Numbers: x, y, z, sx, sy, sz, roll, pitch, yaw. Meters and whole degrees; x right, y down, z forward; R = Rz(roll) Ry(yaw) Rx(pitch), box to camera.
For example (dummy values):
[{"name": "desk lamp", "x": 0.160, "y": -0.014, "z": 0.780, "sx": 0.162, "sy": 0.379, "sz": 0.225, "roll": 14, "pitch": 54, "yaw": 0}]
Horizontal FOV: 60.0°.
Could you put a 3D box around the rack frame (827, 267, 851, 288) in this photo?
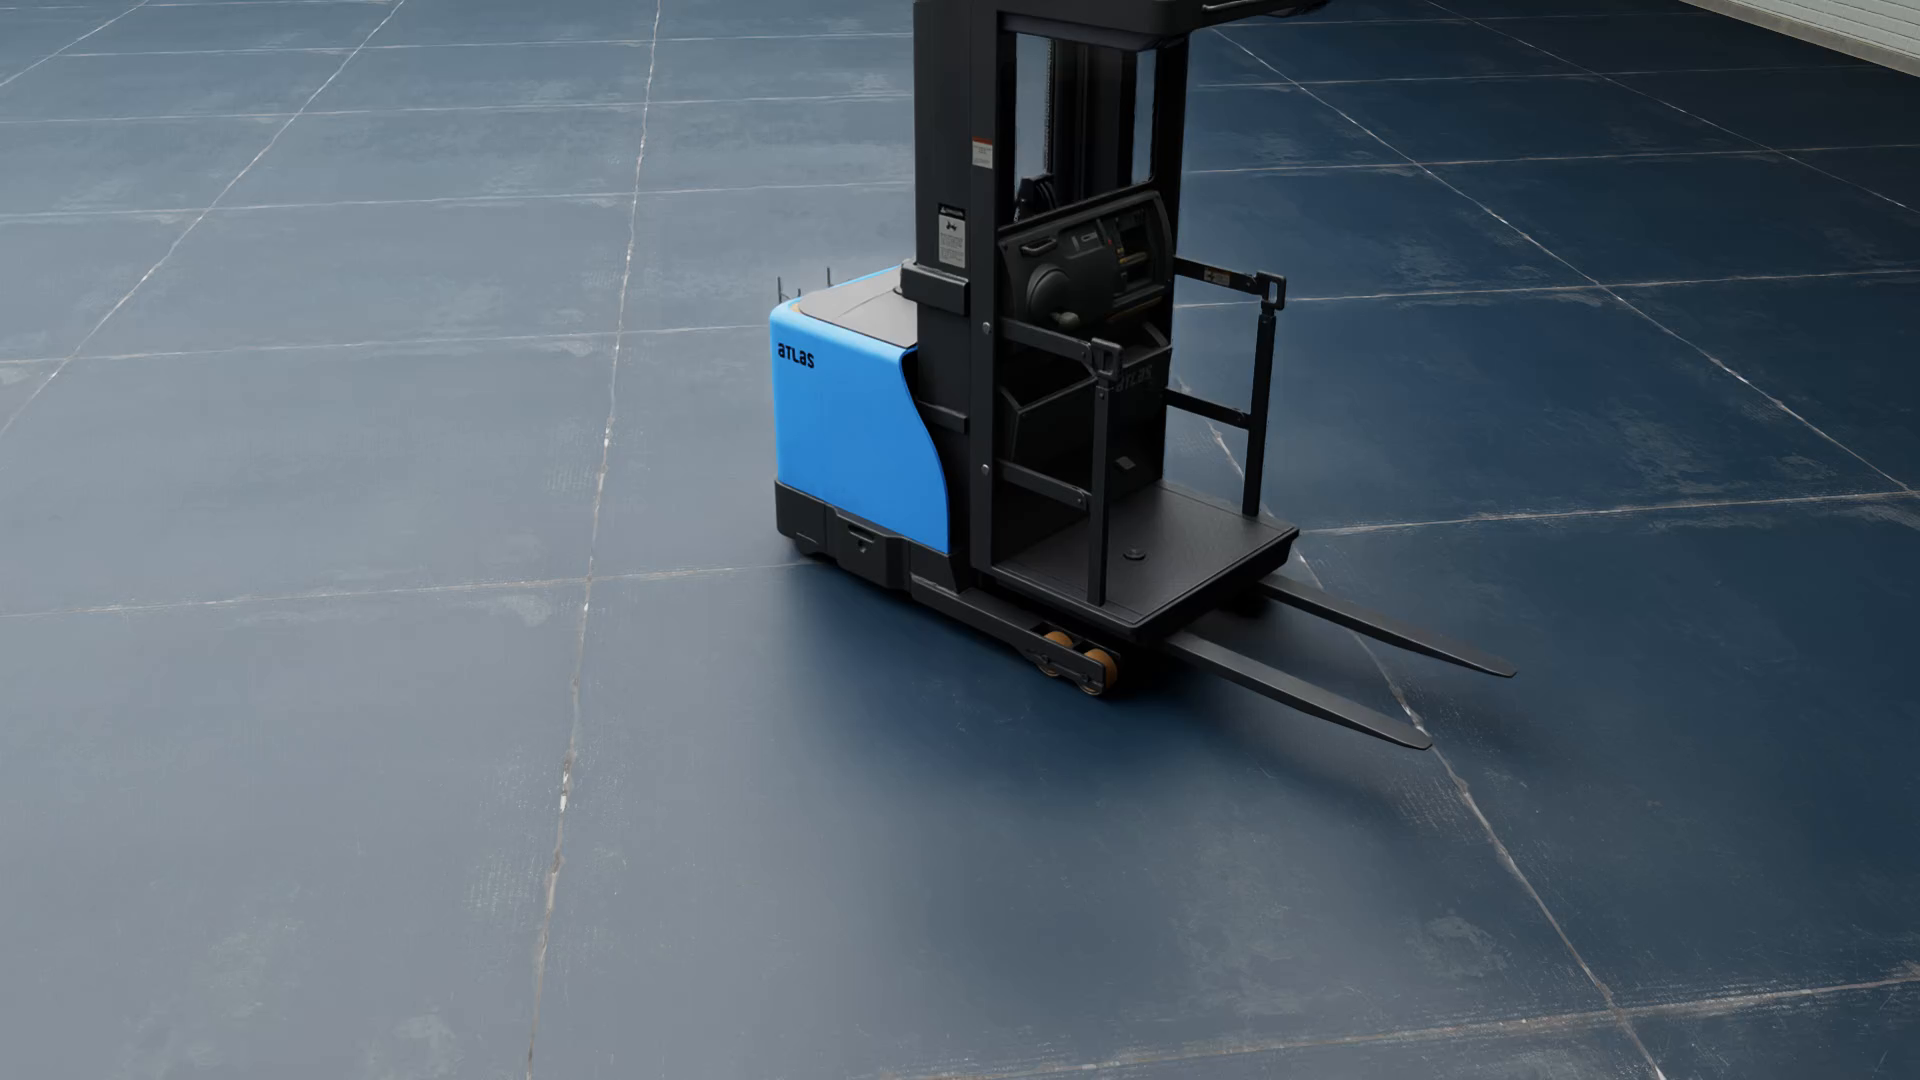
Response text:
[{"name": "rack frame", "x": -0.526, "y": -0.692, "z": 7.449, "sx": 0.008, "sy": 1.050, "sz": 0.200, "roll": -17, "pitch": 32, "yaw": -29}]

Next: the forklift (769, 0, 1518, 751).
[{"name": "forklift", "x": 0.632, "y": -1.002, "z": 5.992, "sx": 3.031, "sy": 2.935, "sz": 1.130, "roll": 23, "pitch": 35, "yaw": 37}]

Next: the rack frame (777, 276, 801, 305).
[{"name": "rack frame", "x": -0.730, "y": -0.631, "z": 7.329, "sx": 0.008, "sy": 1.050, "sz": 0.200, "roll": -17, "pitch": 32, "yaw": -29}]

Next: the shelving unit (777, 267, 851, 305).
[{"name": "shelving unit", "x": -0.628, "y": -0.661, "z": 7.389, "sx": 0.252, "sy": 1.050, "sz": 0.215, "roll": -17, "pitch": 32, "yaw": -29}]
